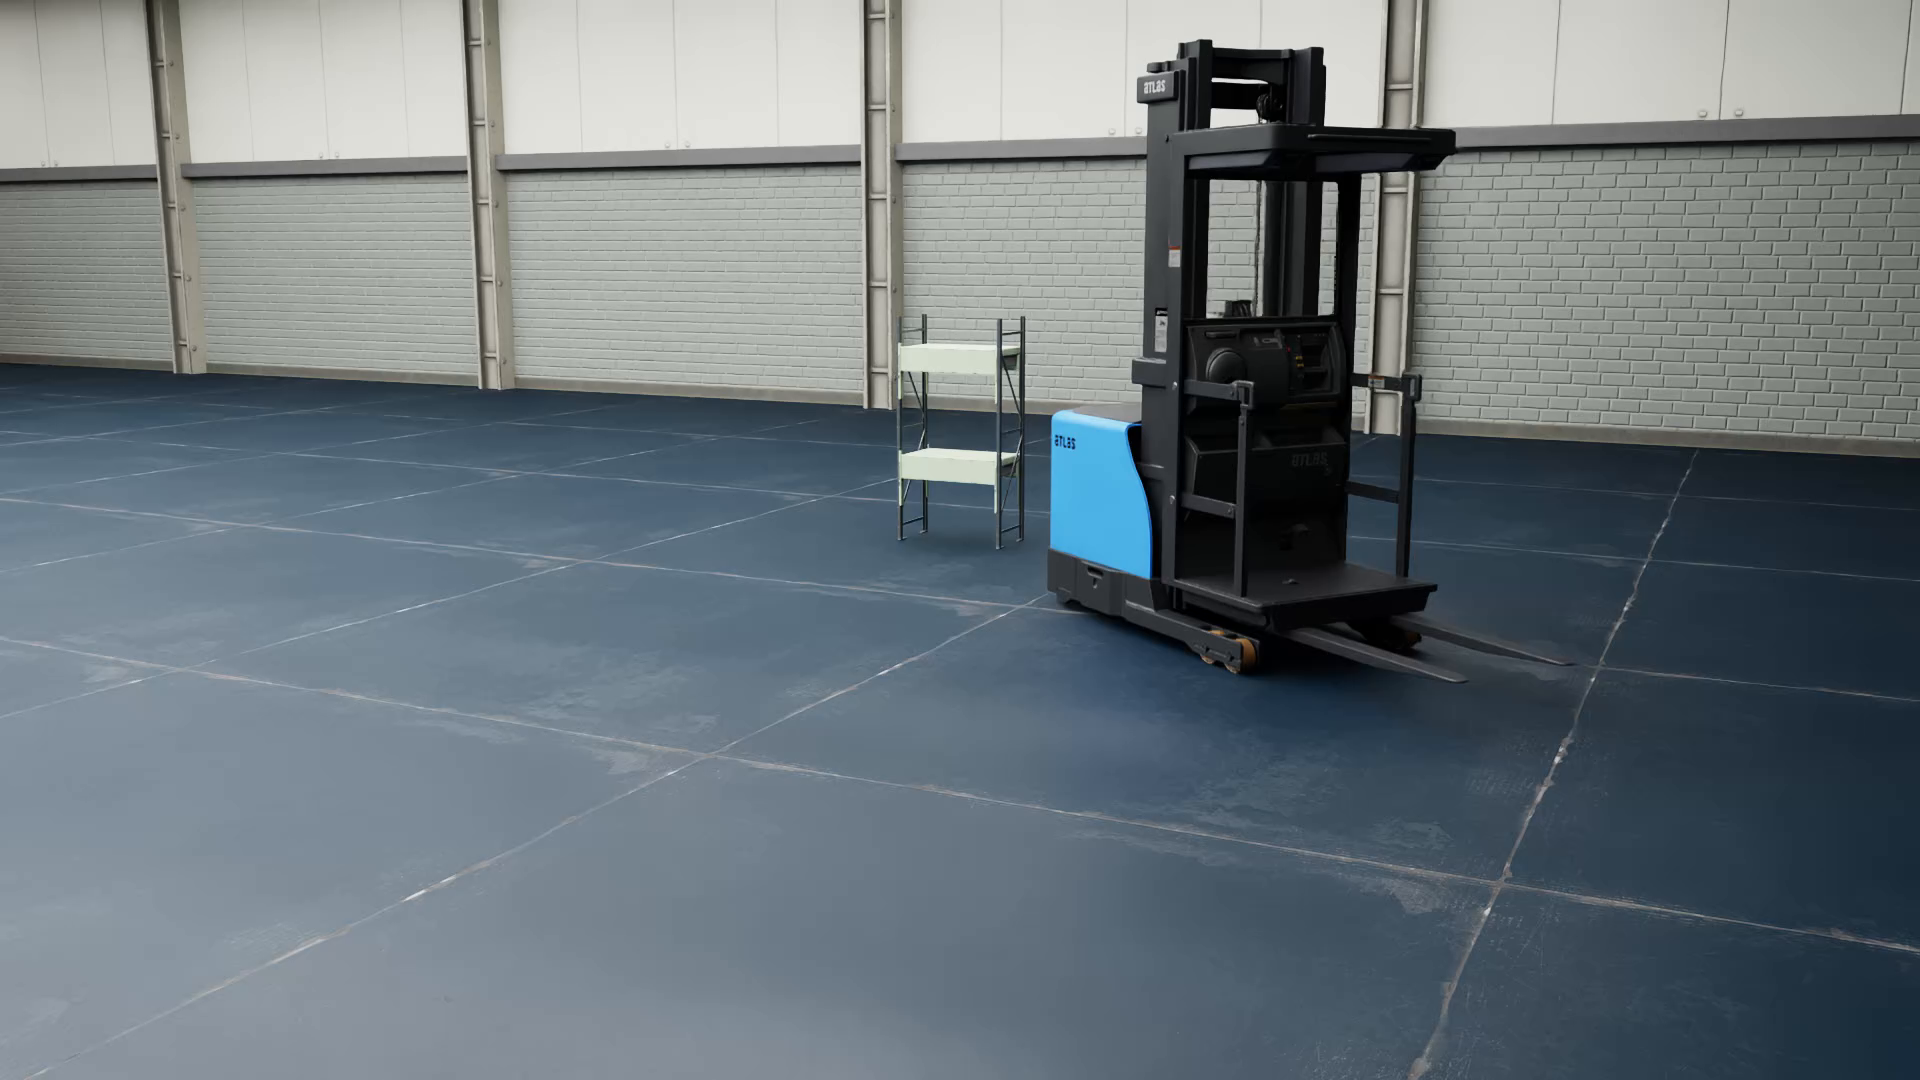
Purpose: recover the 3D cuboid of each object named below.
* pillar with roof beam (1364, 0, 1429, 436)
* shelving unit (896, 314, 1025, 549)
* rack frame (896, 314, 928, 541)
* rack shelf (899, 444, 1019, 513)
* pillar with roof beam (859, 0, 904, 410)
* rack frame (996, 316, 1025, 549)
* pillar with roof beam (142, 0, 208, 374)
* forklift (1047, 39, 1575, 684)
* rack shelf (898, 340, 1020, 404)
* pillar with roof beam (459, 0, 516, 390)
[{"bbox_3d":[2.558,-4.861,12.821,0.400,9.000,9.100,5,11,26],"label":"pillar with roof beam"},{"bbox_3d":[0.006,-0.737,11.094,0.755,1.500,0.431,5,11,26],"label":"shelving unit"},{"bbox_3d":[-0.322,-0.766,11.253,0.023,1.500,0.400,5,11,26],"label":"rack frame"},{"bbox_3d":[0.006,-0.417,11.152,0.720,0.370,0.431,5,11,26],"label":"rack shelf"},{"bbox_3d":[-2.823,-5.334,15.434,0.400,9.000,9.100,5,11,26],"label":"pillar with roof beam"},{"bbox_3d":[0.334,-0.709,10.934,0.023,1.500,0.400,5,11,26],"label":"rack frame"},{"bbox_3d":[-13.584,-6.279,20.659,0.400,9.000,9.100,5,11,26],"label":"pillar with roof beam"},{"bbox_3d":[1.621,-0.909,8.022,1.130,2.935,3.031,-5,12,-27],"label":"forklift"},{"bbox_3d":[0.006,-1.122,11.024,0.720,0.370,0.431,5,11,26],"label":"rack shelf"},{"bbox_3d":[-8.203,-5.807,18.046,0.400,9.000,9.100,5,11,26],"label":"pillar with roof beam"}]
